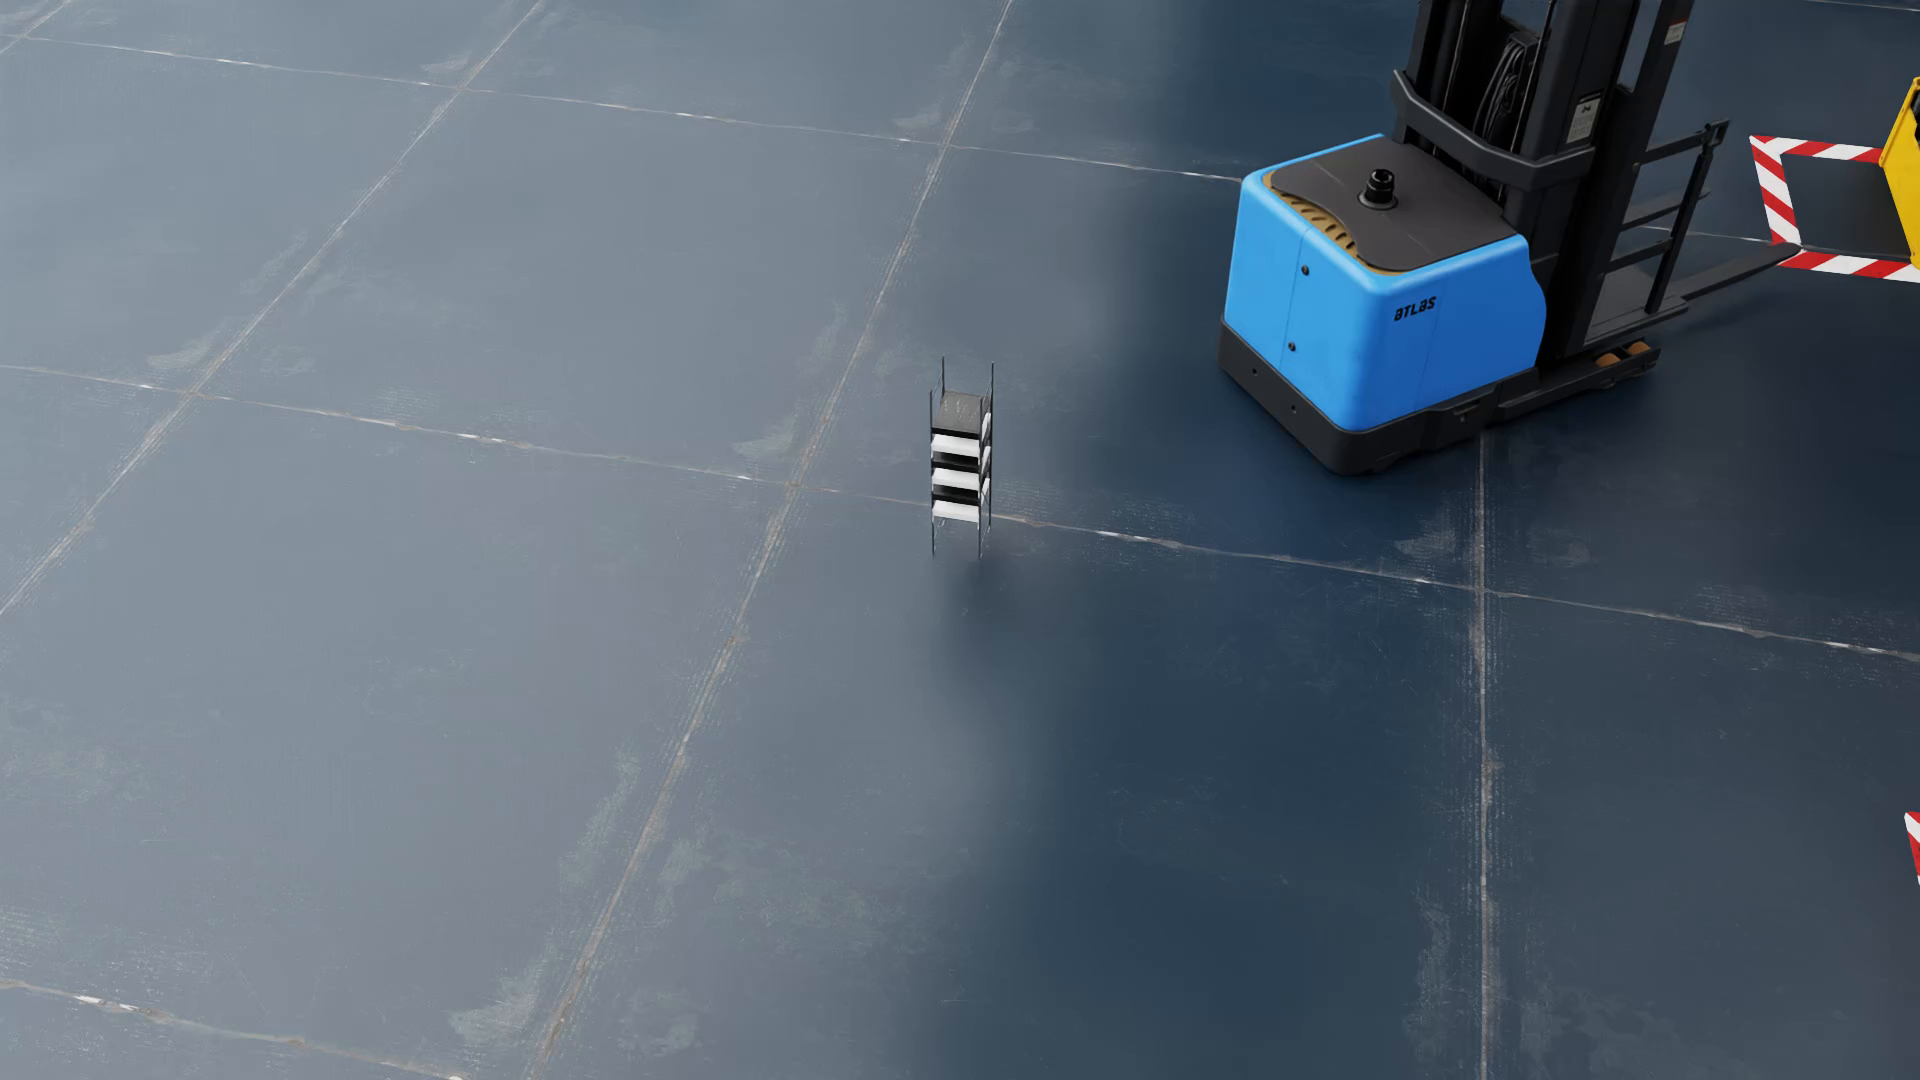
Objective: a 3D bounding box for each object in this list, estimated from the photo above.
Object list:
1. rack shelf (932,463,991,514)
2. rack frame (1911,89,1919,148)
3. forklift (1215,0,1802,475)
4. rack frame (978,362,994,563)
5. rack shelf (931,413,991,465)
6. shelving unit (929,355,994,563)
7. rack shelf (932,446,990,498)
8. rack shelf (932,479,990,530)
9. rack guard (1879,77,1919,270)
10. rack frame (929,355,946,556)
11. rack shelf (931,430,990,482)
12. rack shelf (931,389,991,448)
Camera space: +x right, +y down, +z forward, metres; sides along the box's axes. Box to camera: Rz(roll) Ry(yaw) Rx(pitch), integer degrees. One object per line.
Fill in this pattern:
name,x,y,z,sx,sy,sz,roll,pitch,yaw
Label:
rack shelf,0.008,-0.234,6.982,0.200,0.077,0.258,9,45,9
rack frame,5.197,-2.863,8.022,0.127,3.000,1.000,9,45,9
forklift,2.777,-2.083,7.261,3.031,2.935,1.130,-20,47,-20
rack frame,0.107,-0.308,6.881,0.006,0.900,0.240,9,45,9
rack shelf,0.008,-0.429,6.795,0.200,0.077,0.258,9,45,9
shelving unit,0.008,-0.323,6.897,0.210,0.900,0.258,9,45,9
rack shelf,0.008,-0.299,6.920,0.200,0.077,0.258,9,45,9
rack shelf,0.008,-0.169,7.045,0.200,0.077,0.258,9,45,9
rack guard,5.271,-1.951,8.877,0.348,0.500,1.175,9,45,9
rack frame,-0.091,-0.338,6.913,0.006,0.900,0.240,9,45,9
rack shelf,0.008,-0.364,6.857,0.200,0.077,0.258,9,45,9
rack shelf,0.008,-0.493,6.733,0.200,0.077,0.258,9,45,9
